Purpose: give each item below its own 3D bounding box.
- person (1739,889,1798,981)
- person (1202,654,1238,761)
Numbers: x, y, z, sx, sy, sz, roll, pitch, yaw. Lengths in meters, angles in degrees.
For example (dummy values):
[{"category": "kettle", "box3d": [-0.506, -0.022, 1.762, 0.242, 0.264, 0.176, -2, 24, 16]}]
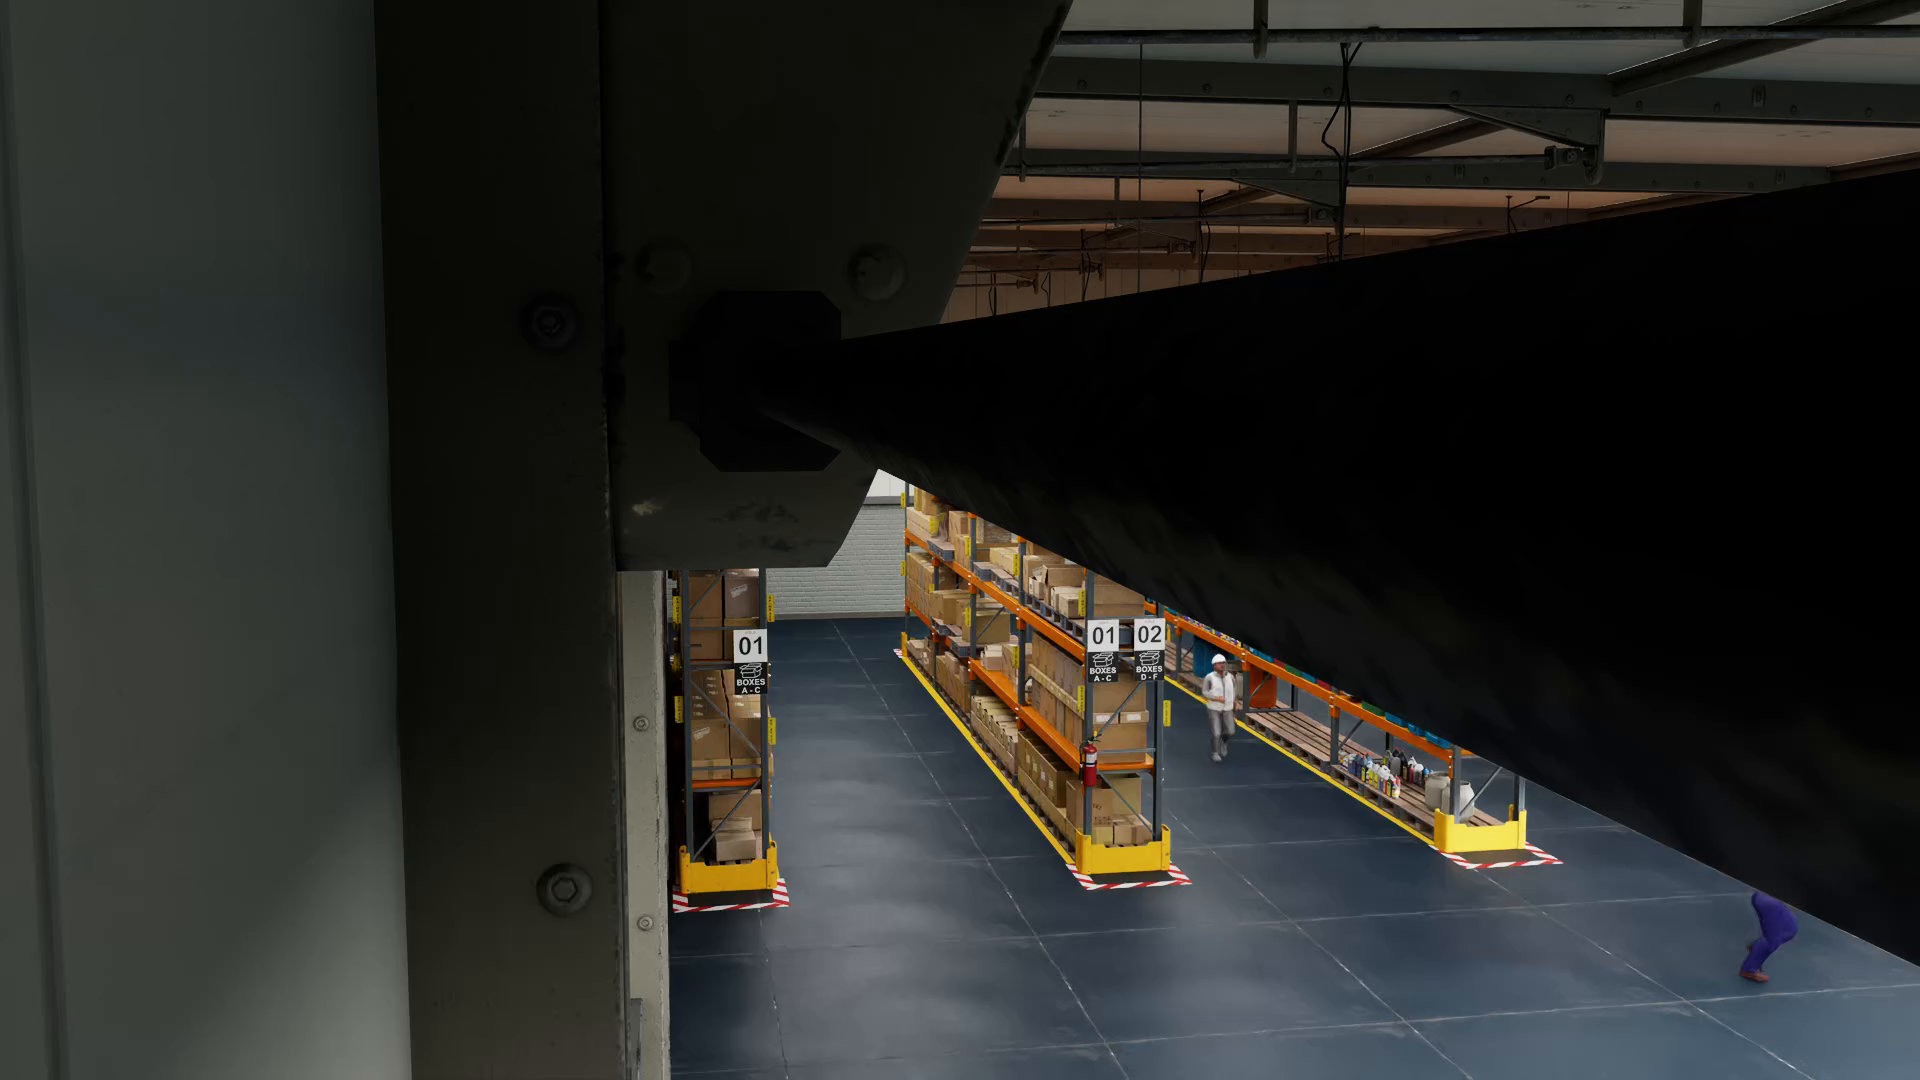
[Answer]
[{"category": "person", "box3d": [8.423, 3.751, 17.170, 0.657, 1.603, 0.585, 1, 6, 12]}, {"category": "person", "box3d": [4.195, 2.702, 26.643, 0.645, 1.732, 0.592, -1, 6, -10]}]
